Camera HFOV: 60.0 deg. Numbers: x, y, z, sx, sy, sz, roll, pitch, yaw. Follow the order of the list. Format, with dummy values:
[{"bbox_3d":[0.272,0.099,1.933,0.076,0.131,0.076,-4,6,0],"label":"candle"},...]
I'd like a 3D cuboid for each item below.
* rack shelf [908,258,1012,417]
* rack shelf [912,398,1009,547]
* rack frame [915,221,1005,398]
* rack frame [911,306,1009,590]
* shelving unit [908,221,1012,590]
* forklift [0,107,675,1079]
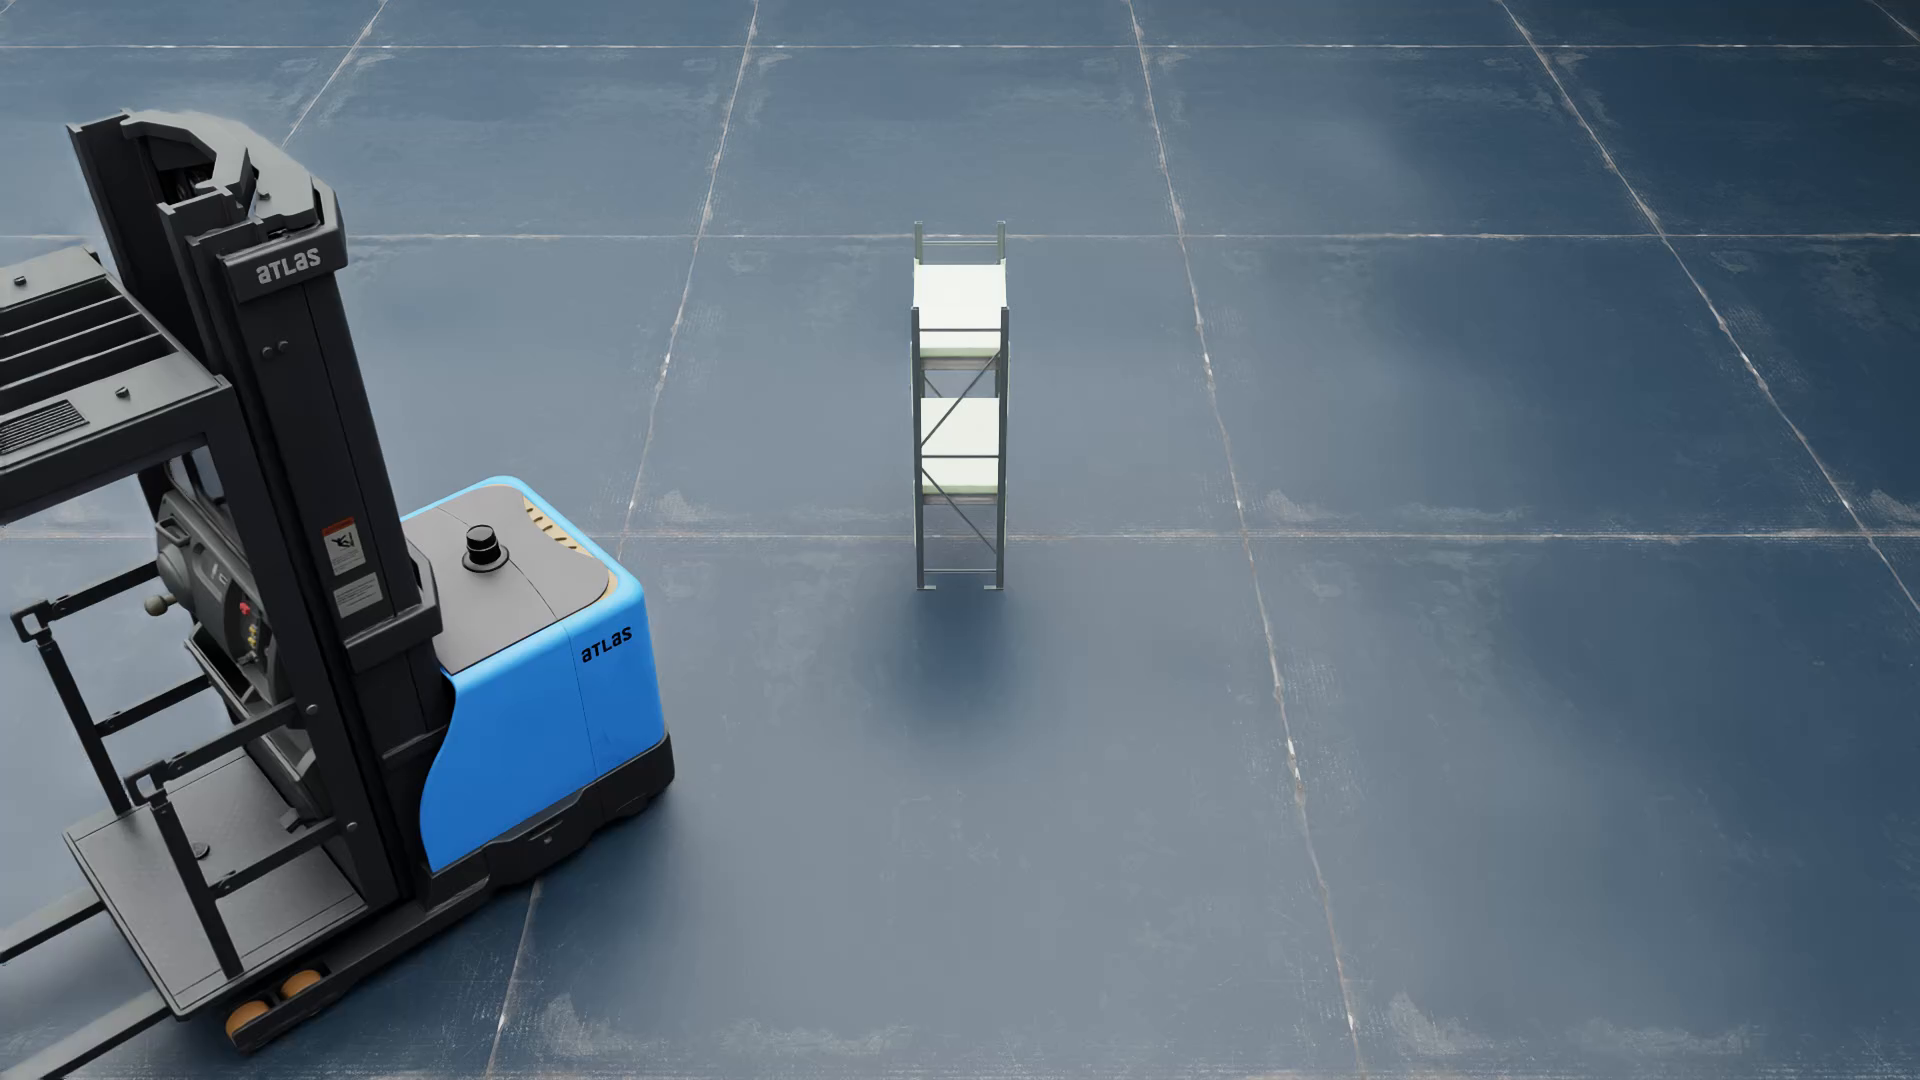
[{"bbox_3d":[0.000,-0.894,7.288,0.431,0.370,0.720,0,39,0],"label":"rack shelf"},{"bbox_3d":[0.000,-0.335,7.736,0.431,0.370,0.720,0,39,0],"label":"rack shelf"},{"bbox_3d":[0.000,-0.818,7.817,0.400,1.500,0.023,0,39,0],"label":"rack frame"},{"bbox_3d":[0.000,-0.361,7.246,0.400,1.500,0.023,0,39,0],"label":"rack frame"},{"bbox_3d":[0.000,-0.589,7.532,0.431,1.500,0.755,0,39,0],"label":"shelving unit"},{"bbox_3d":[-2.580,0.254,5.334,3.031,2.935,1.130,-30,47,-32],"label":"forklift"}]
